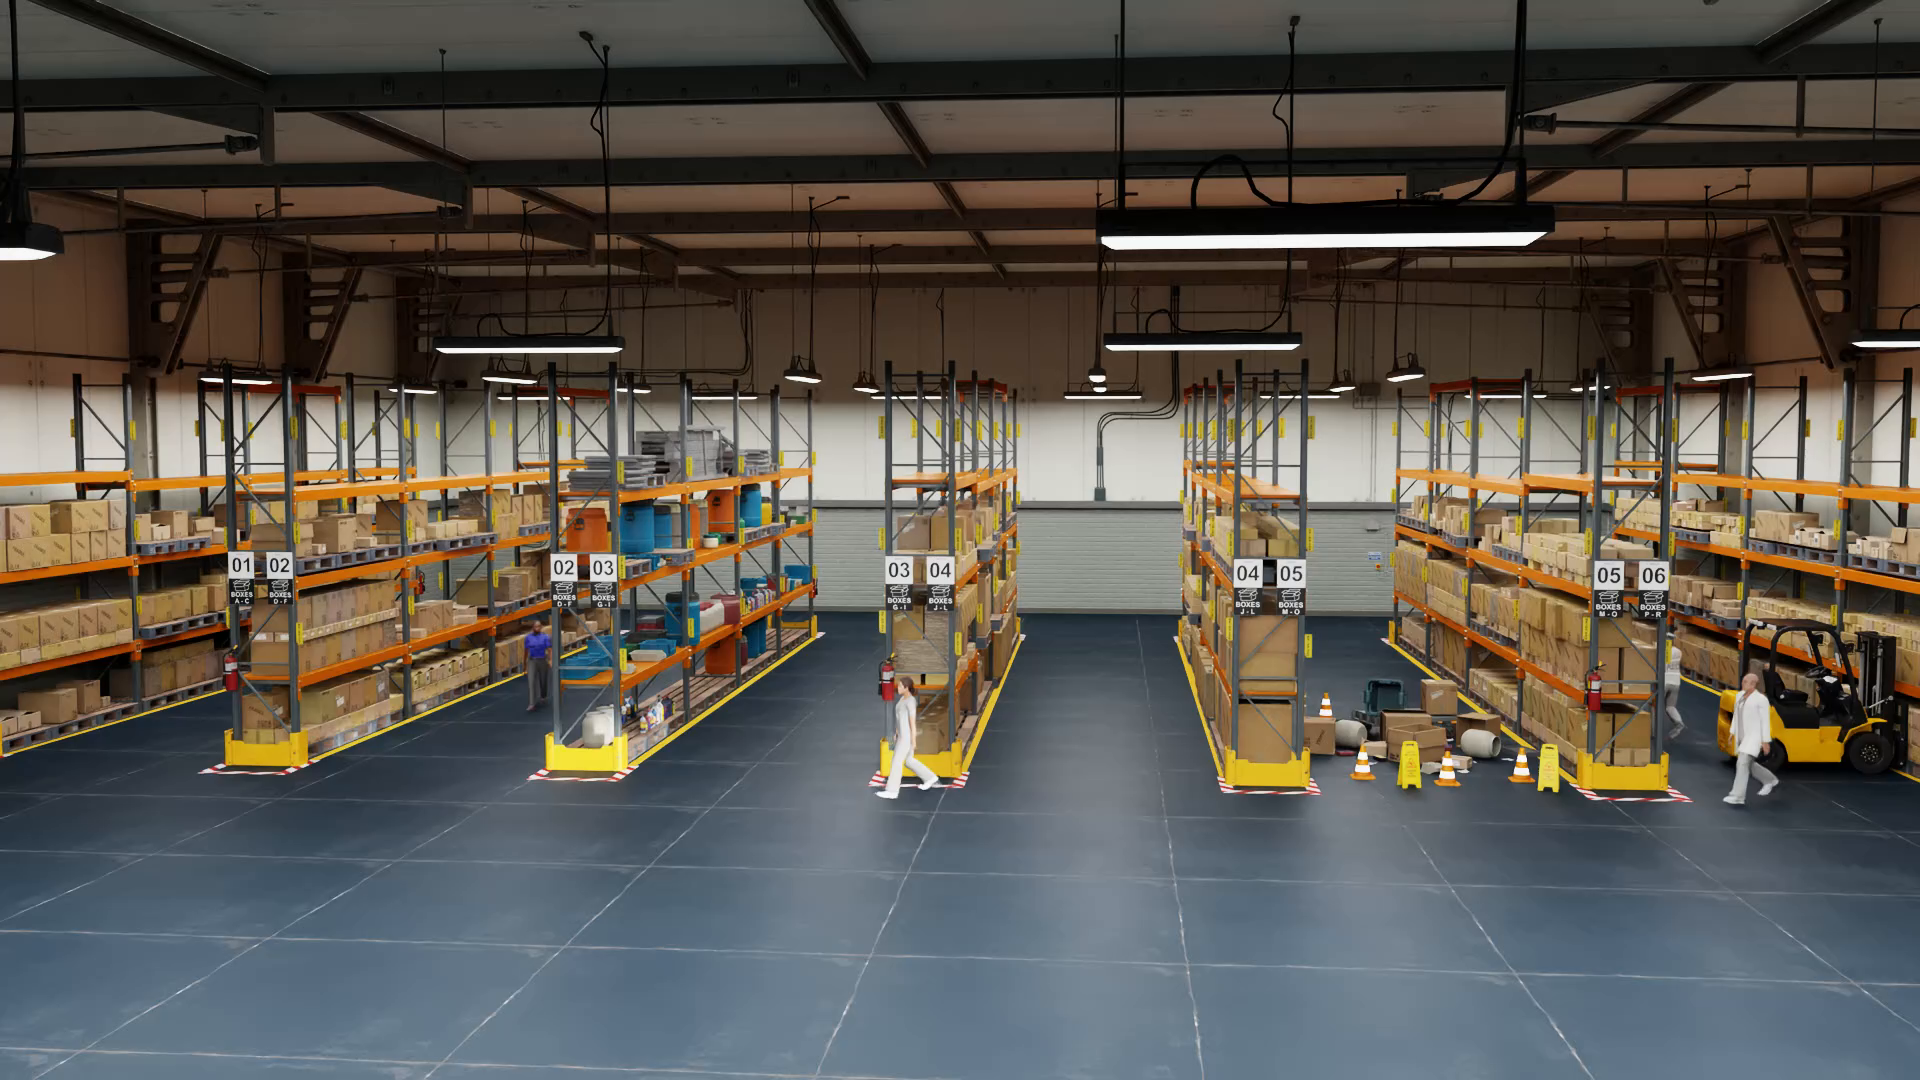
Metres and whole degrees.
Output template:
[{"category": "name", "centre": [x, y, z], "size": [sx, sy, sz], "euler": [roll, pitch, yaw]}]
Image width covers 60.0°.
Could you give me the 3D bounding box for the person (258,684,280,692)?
[{"category": "person", "centre": [-12.934, 2.174, 31.121], "size": [0.533, 1.538, 0.985], "euler": [-1, 4, -10]}]

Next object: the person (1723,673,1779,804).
[{"category": "person", "centre": [10.644, 2.651, 22.342], "size": [1.042, 1.744, 0.619], "euler": [-1, 4, -18]}]

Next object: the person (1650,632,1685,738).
[{"category": "person", "centre": [11.508, 2.350, 27.013], "size": [0.532, 1.734, 0.837], "euler": [0, 4, -6]}]

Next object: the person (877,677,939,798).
[{"category": "person", "centre": [-0.714, 2.755, 22.740], "size": [0.906, 1.498, 0.454], "euler": [-1, 4, -12]}]

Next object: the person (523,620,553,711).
[{"category": "person", "centre": [-7.581, 2.229, 29.910], "size": [0.575, 1.596, 1.045], "euler": [-1, 4, -9]}]
